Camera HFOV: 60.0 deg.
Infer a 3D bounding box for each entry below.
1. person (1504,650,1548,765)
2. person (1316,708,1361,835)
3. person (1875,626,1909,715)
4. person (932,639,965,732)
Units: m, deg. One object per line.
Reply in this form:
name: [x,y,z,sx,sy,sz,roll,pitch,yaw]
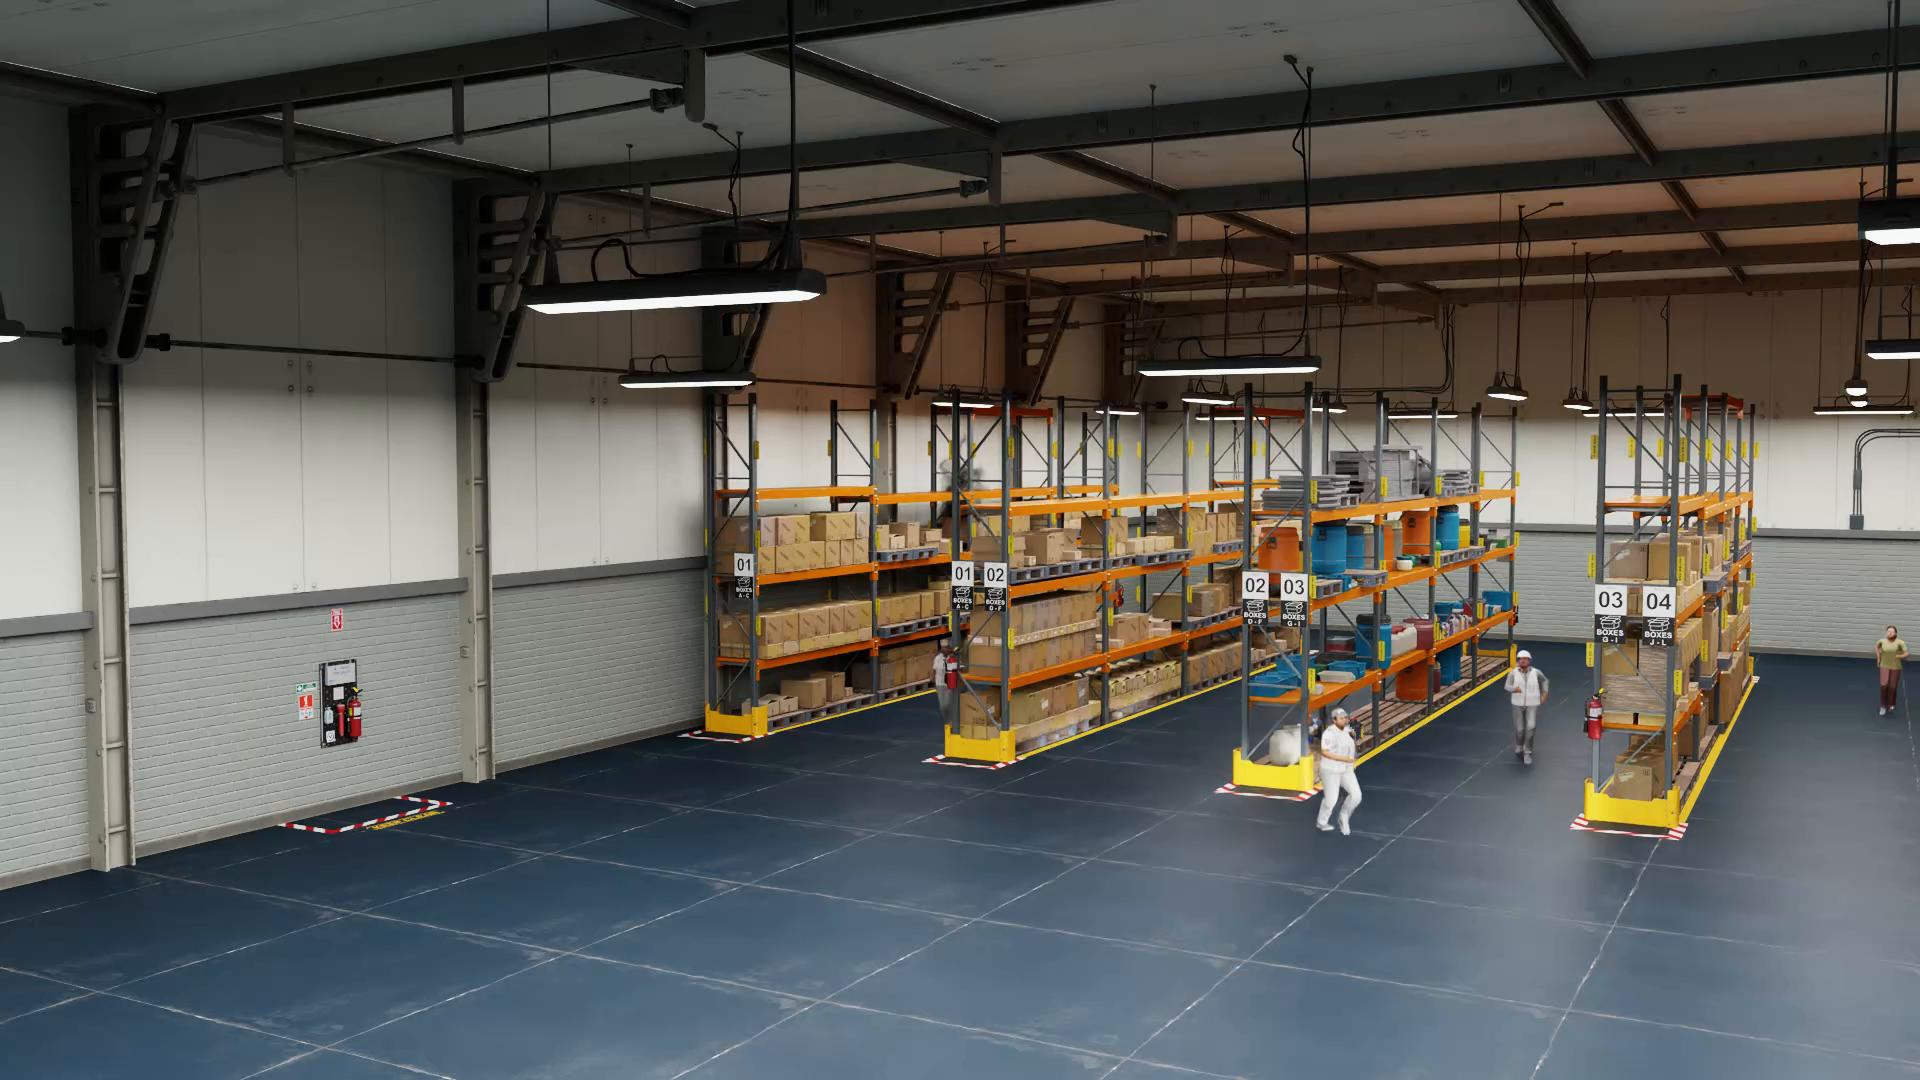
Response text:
person: [9.131,2.685,26.849,0.661,1.806,0.822,1,3,22]
person: [4.944,3.022,21.612,0.633,1.694,0.673,-2,4,-31]
person: [17.665,2.479,31.544,0.564,1.715,0.728,2,4,31]
person: [-0.263,2.577,29.392,0.576,1.660,0.573,2,3,27]
